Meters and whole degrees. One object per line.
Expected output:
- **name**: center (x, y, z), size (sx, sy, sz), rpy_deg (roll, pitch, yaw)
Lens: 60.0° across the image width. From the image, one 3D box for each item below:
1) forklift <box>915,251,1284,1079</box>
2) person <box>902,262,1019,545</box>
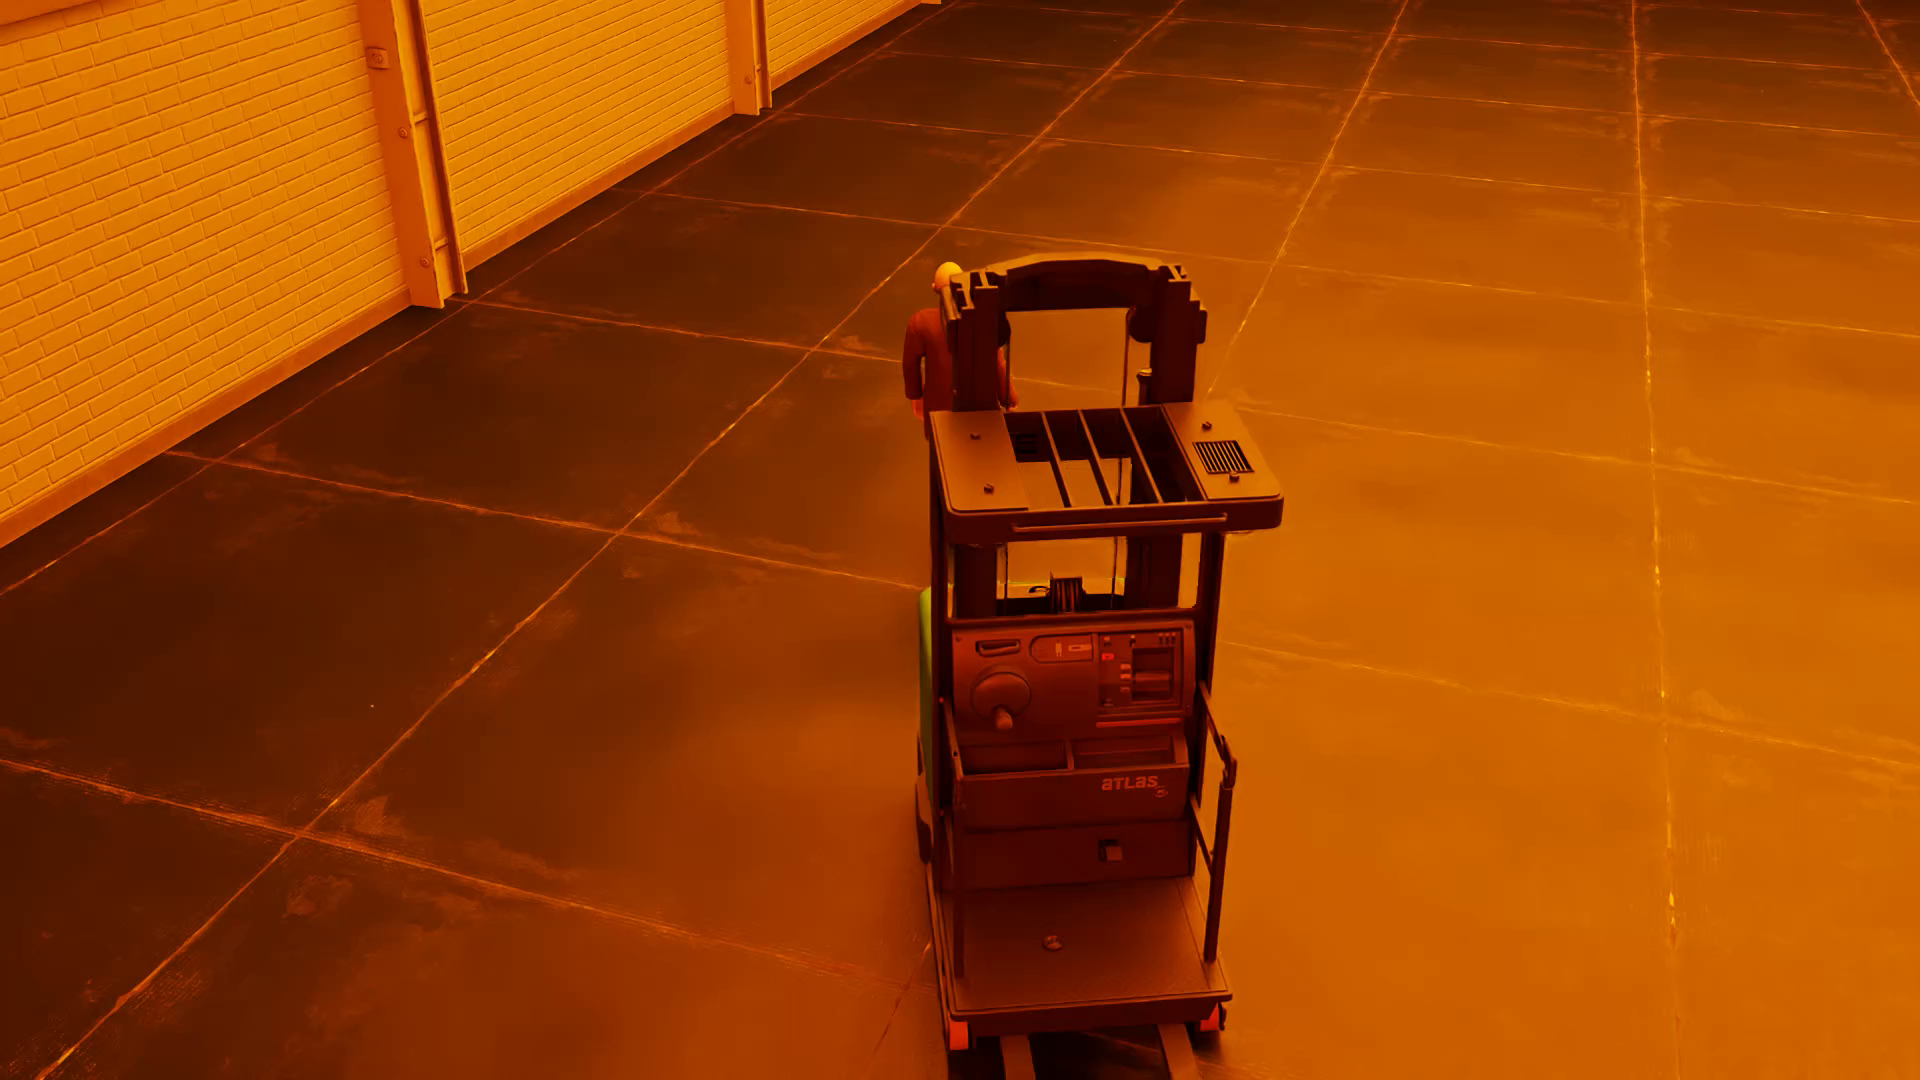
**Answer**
- **forklift**: center (0.459, 0.561, 6.153), size (1.130, 2.935, 3.031), rpy_deg (-3, 30, -5)
- **person**: center (0.033, -0.816, 9.730), size (0.696, 1.766, 0.579), rpy_deg (10, 31, 16)
